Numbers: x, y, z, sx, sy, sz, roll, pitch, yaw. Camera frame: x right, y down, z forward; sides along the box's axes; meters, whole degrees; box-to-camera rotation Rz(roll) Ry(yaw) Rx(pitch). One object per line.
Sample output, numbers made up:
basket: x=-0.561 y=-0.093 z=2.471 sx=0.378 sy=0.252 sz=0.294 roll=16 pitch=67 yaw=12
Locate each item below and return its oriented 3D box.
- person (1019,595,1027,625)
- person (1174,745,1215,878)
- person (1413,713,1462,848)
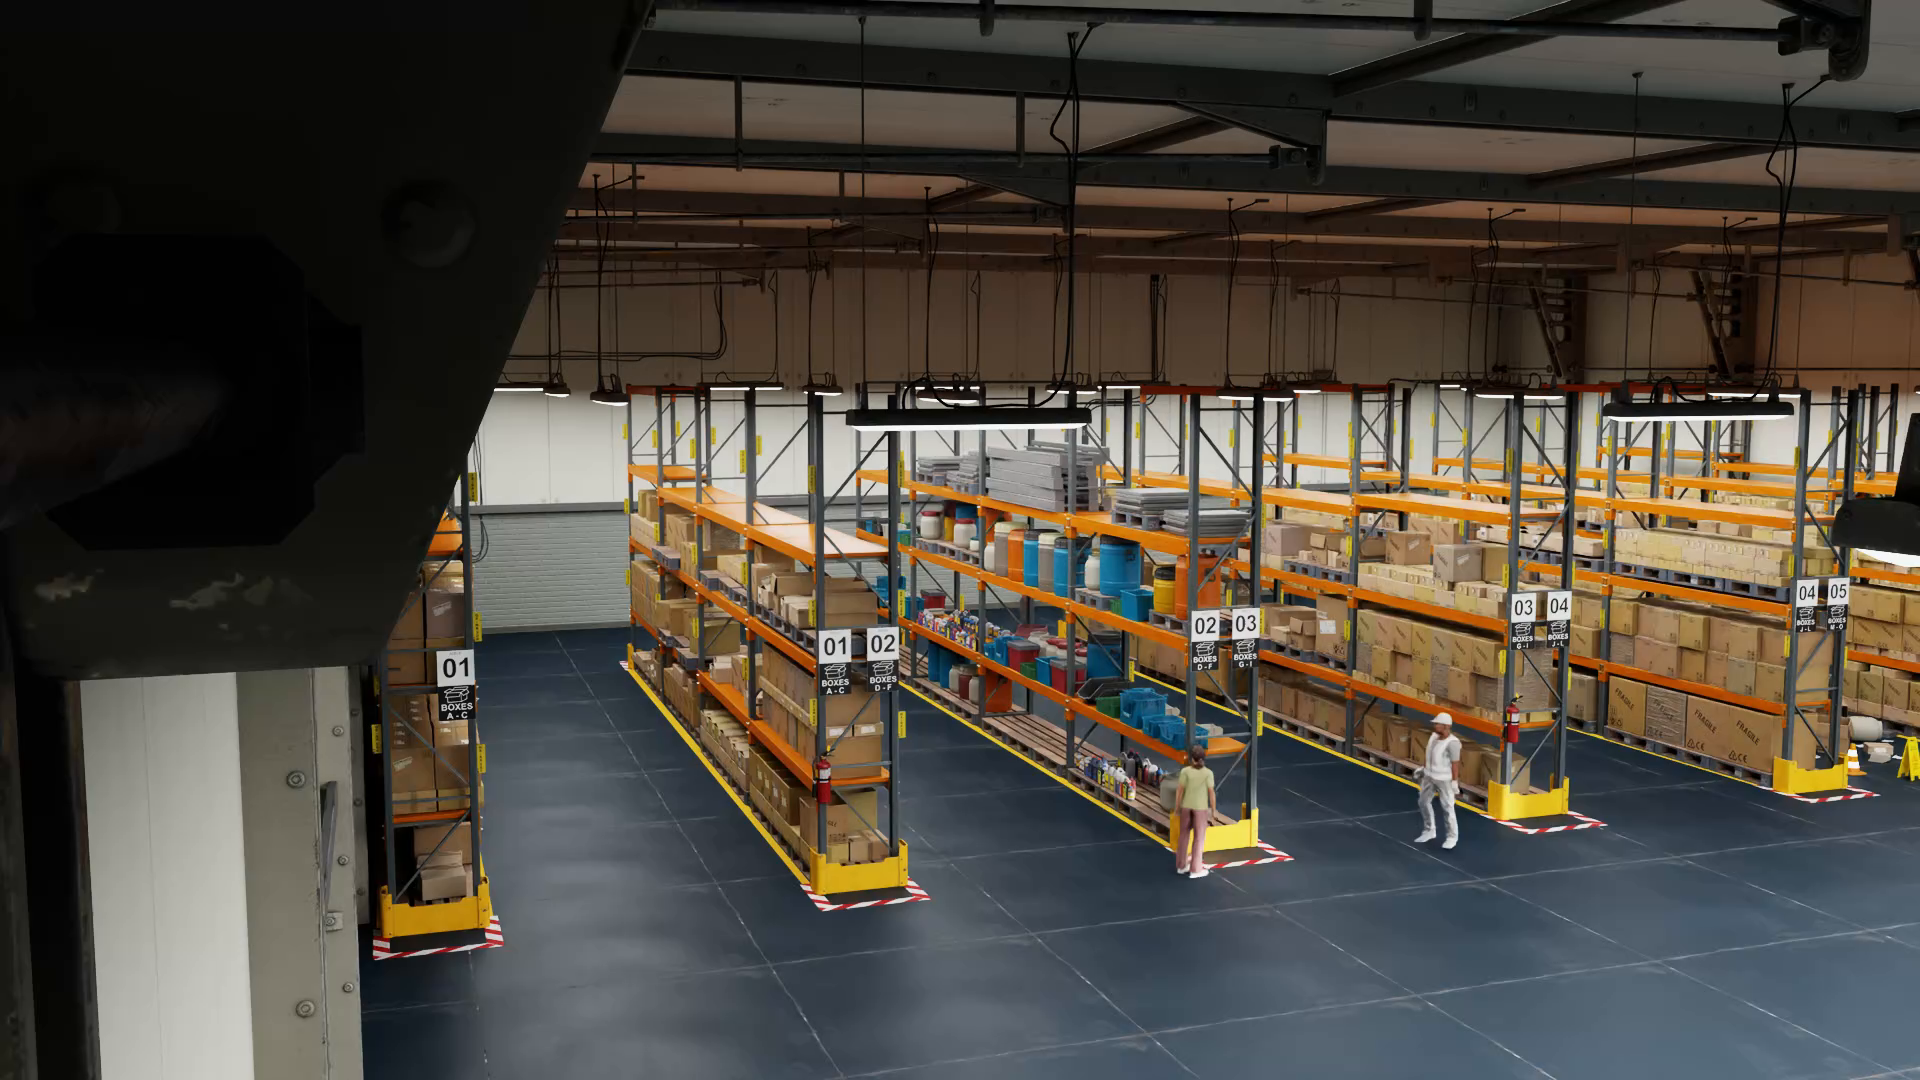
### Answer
person: x=1.588 y=1.497 z=38.977 sx=0.368 sy=1.690 sz=0.521 roll=3 pitch=6 yaw=23
person: x=2.949 y=3.369 z=20.758 sx=0.509 sy=1.674 sz=0.419 roll=3 pitch=7 yaw=30
person: x=6.317 y=3.162 z=22.042 sx=0.388 sy=1.810 sz=0.724 roll=-3 pitch=7 yaw=-30
